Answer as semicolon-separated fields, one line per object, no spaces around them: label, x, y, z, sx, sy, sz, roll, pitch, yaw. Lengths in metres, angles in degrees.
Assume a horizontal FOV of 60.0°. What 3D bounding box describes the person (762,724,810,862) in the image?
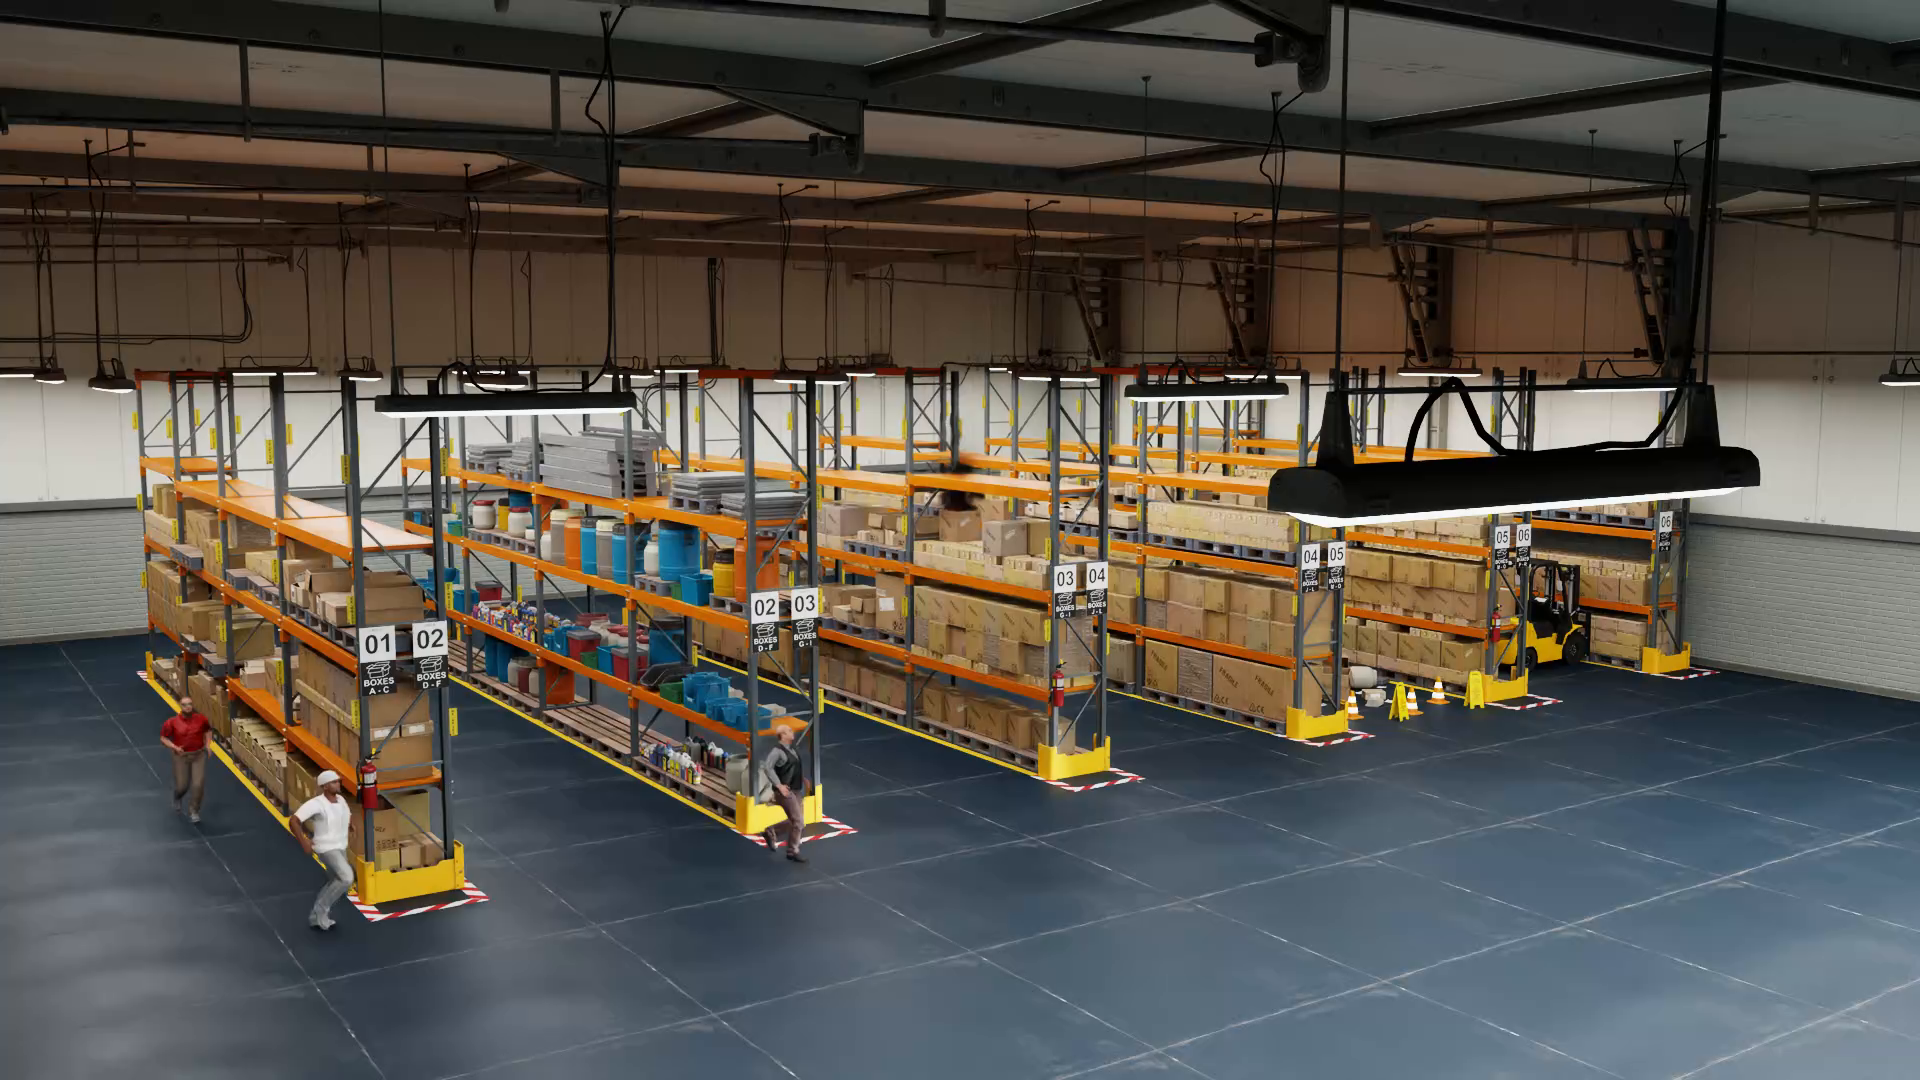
person;-2.166;3.158;20.859;0.658;1.692;0.700;2;7;17

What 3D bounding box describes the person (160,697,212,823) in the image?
person;-10.464;2.952;22.549;0.664;1.684;0.678;-5;8;-39

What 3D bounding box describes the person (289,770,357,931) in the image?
person;-6.933;3.403;18.355;0.626;1.717;0.729;1;6;7
